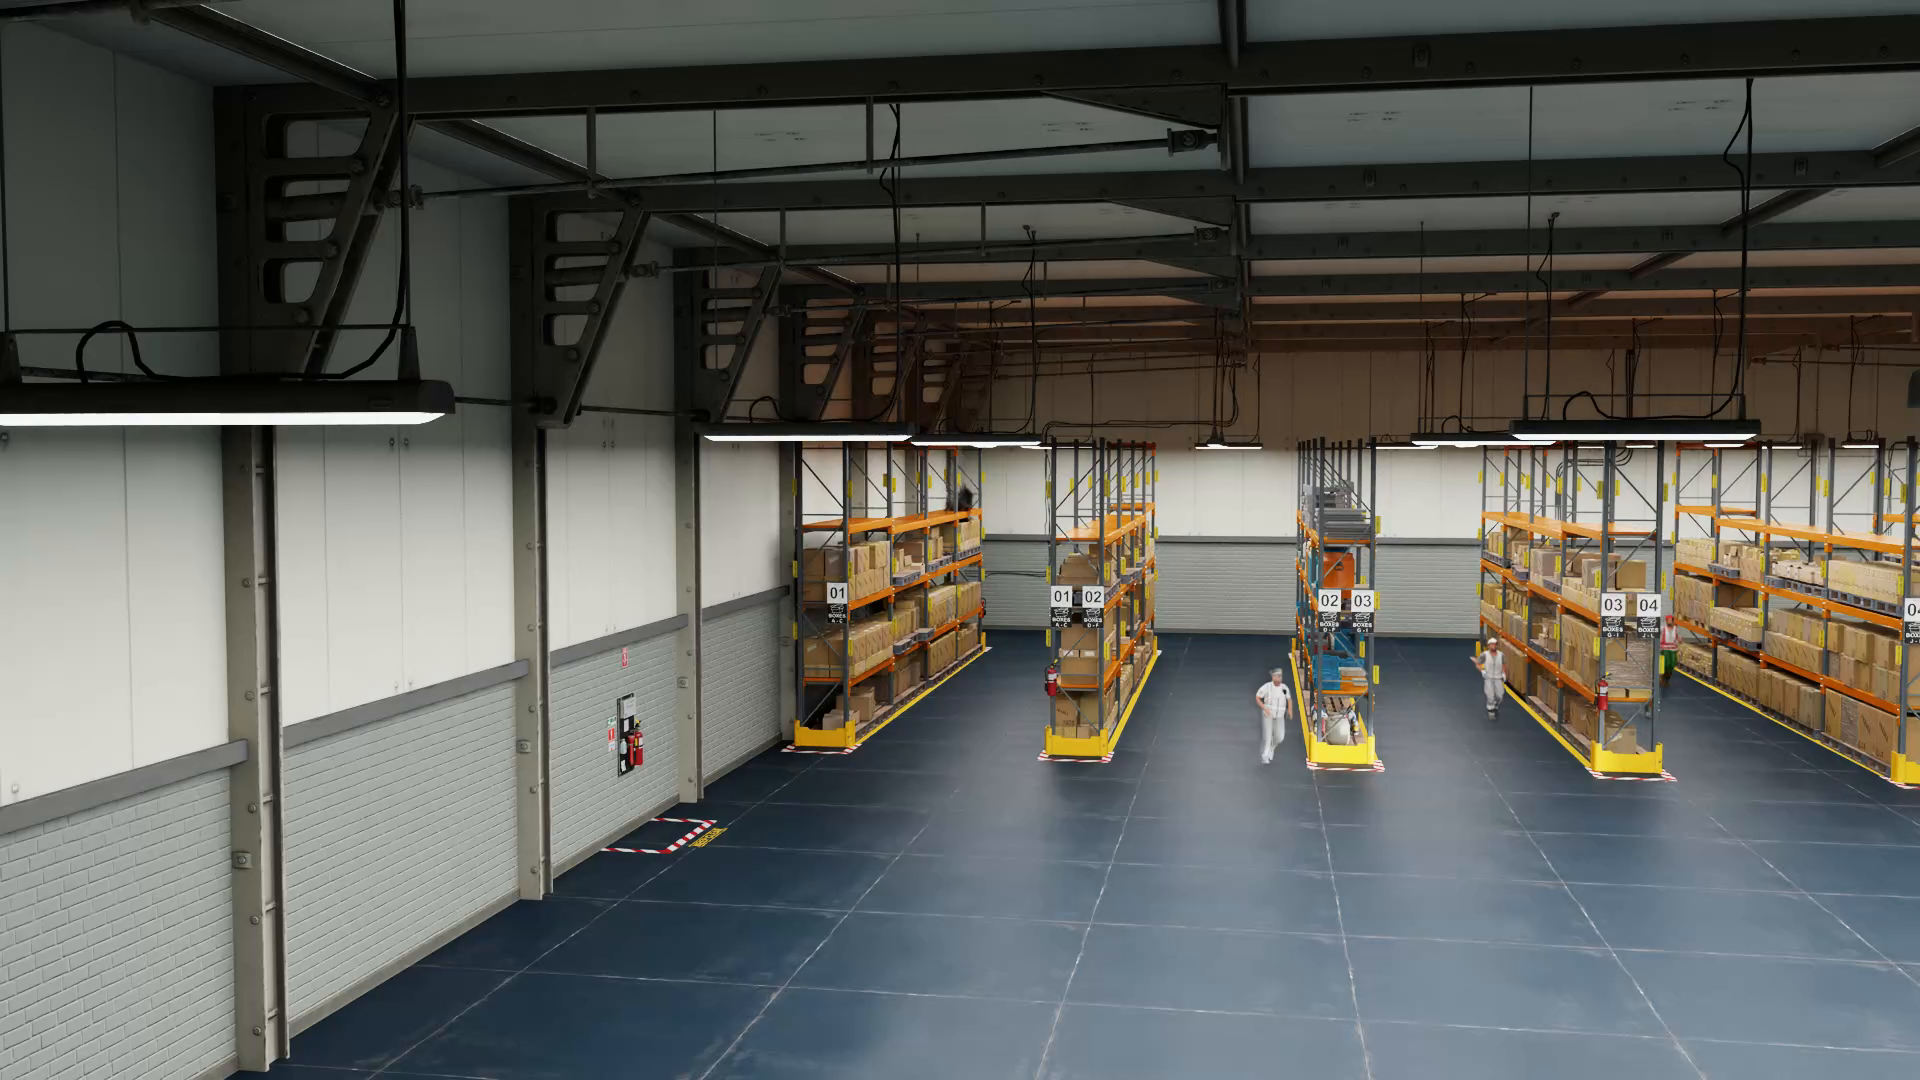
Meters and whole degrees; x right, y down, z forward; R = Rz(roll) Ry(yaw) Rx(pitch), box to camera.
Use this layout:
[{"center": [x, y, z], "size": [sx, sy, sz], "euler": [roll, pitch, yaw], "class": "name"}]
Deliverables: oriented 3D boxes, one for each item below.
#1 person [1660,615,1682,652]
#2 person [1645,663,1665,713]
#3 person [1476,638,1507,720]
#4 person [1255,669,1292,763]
[{"center": [17.207, 2.273, 40.328], "size": [0.641, 0.919, 0.650], "euler": [0, 3, 3], "class": "person"}, {"center": [14.951, 2.963, 35.943], "size": [0.589, 1.588, 0.571], "euler": [1, 3, 12], "class": "person"}, {"center": [11.355, 2.966, 35.501], "size": [0.661, 1.745, 0.539], "euler": [0, 3, 7], "class": "person"}, {"center": [5.821, 3.238, 30.668], "size": [0.736, 1.731, 0.514], "euler": [-1, 3, -10], "class": "person"}]
